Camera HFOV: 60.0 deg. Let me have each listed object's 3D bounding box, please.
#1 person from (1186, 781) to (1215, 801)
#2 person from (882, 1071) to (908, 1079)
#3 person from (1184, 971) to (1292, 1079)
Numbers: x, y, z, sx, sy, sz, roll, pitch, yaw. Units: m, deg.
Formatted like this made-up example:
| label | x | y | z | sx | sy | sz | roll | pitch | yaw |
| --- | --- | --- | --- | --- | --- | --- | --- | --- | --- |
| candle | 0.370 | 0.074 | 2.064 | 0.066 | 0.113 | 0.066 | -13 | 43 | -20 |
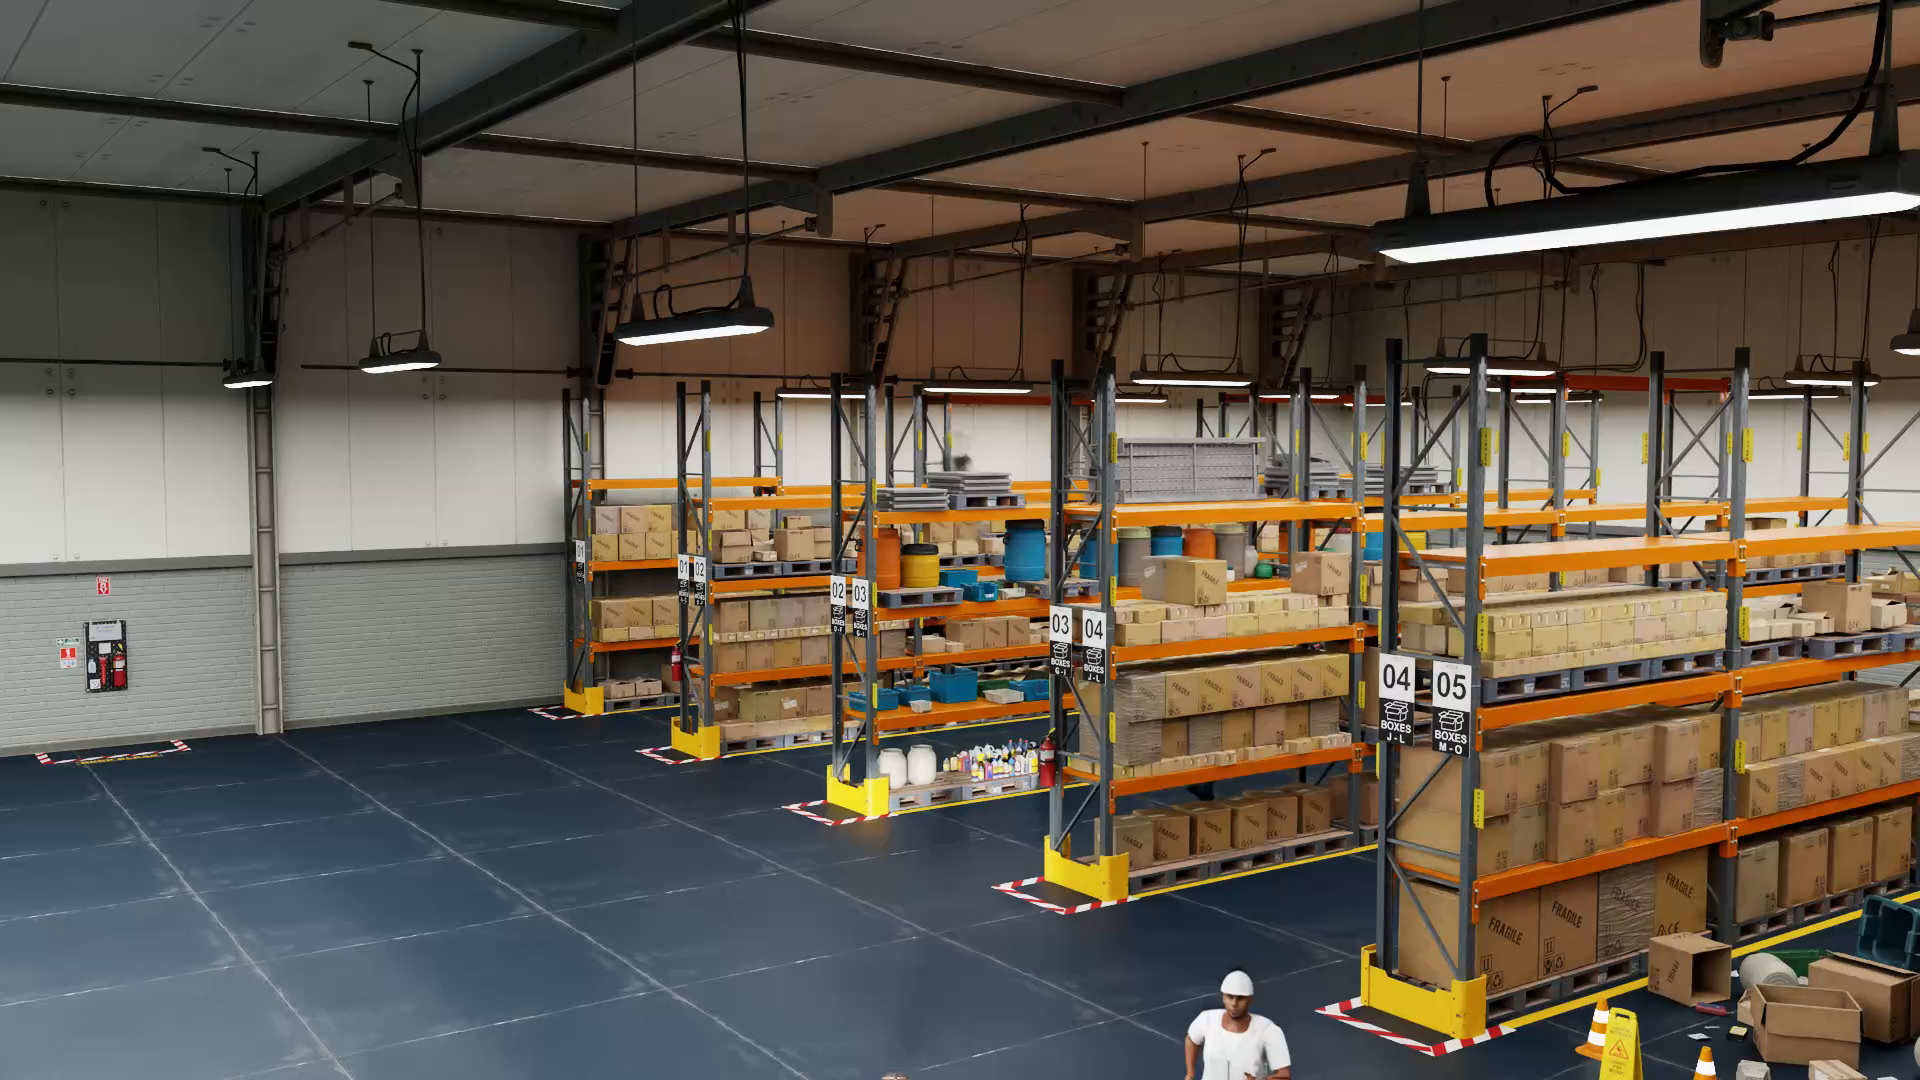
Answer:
| label | x | y | z | sx | sy | sz | roll | pitch | yaw |
| --- | --- | --- | --- | --- | --- | --- | --- | --- | --- |
| person | 3.204 | 2.974 | 21.969 | 0.552 | 1.556 | 0.528 | -3 | 5 | -40 |
| person | -0.358 | 3.744 | 9.203 | 0.539 | 1.662 | 0.899 | 0 | 4 | 0 |
| person | 1.723 | 3.578 | 10.428 | 0.705 | 1.760 | 0.966 | 1 | 4 | 17 |
